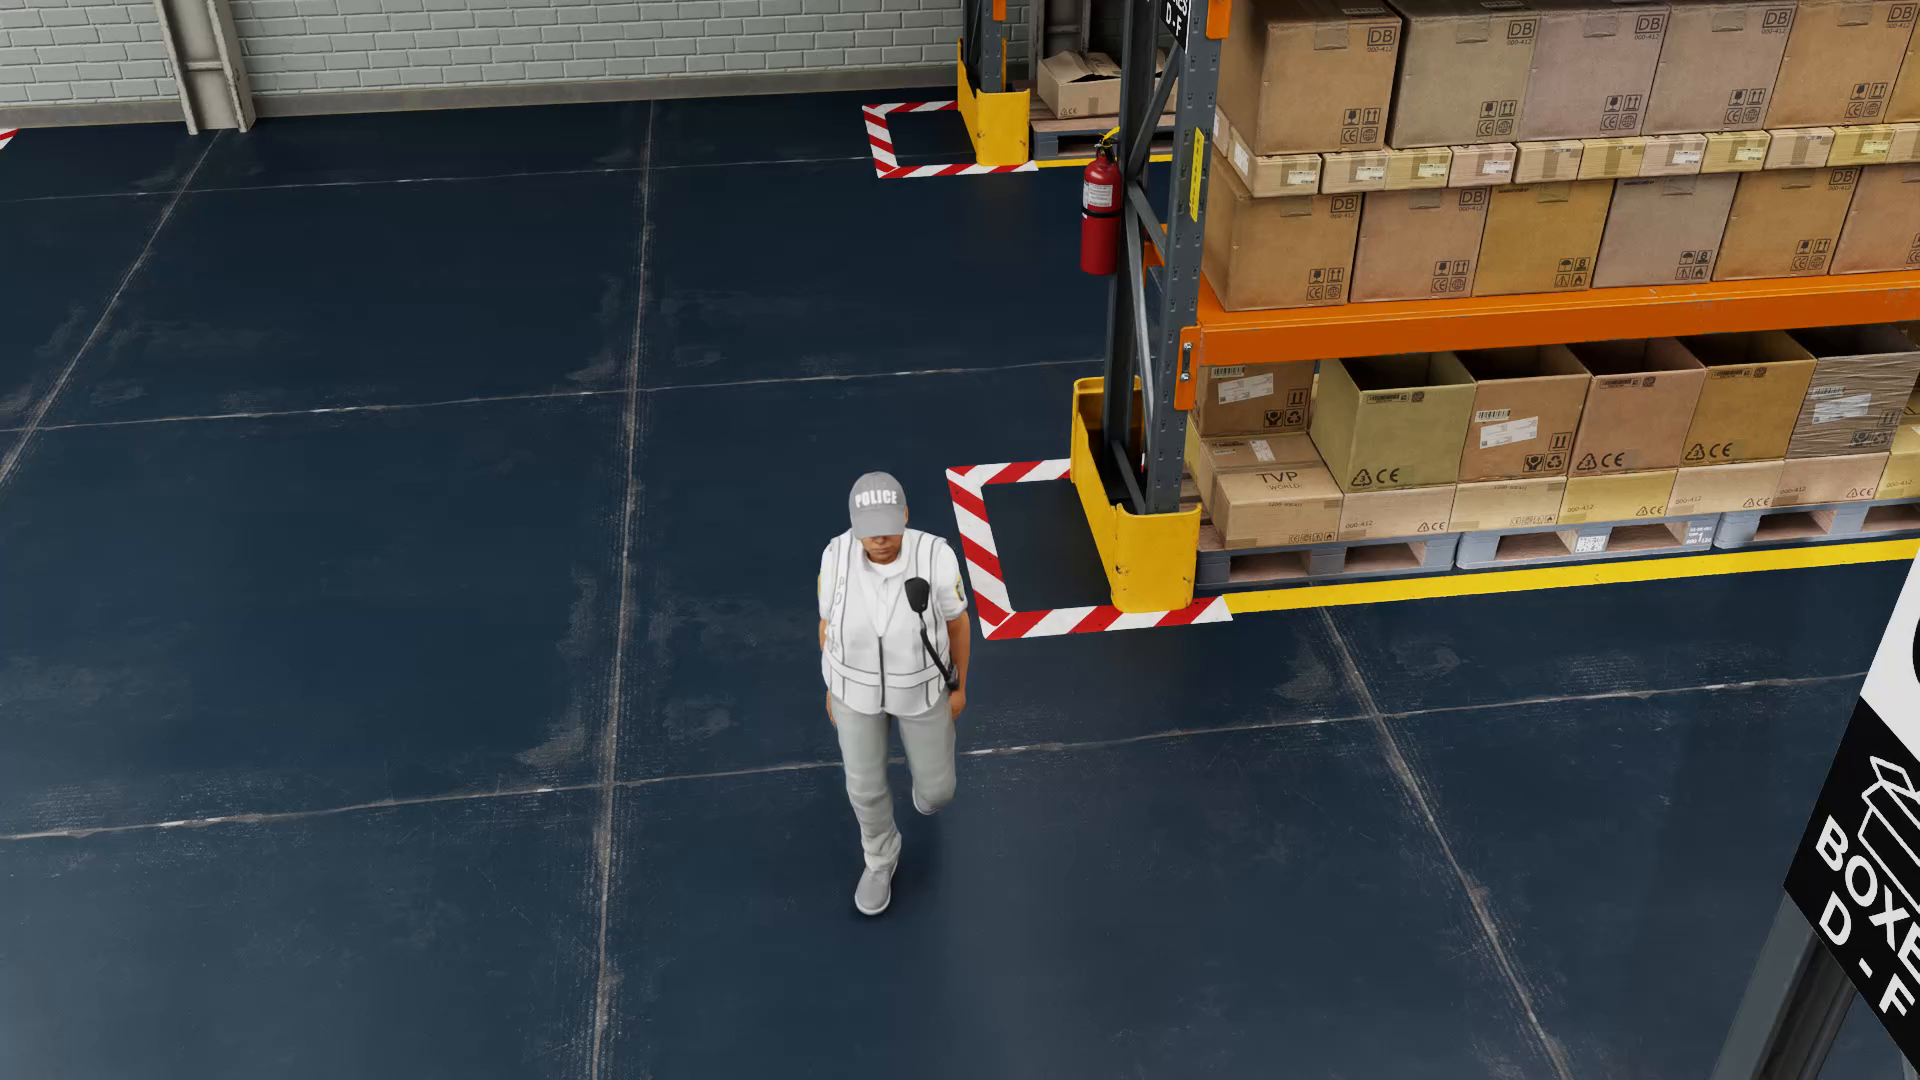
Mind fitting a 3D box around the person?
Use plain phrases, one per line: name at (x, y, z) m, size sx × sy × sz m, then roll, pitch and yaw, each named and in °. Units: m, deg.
person at (-0.208, 0.441, 5.481) m, size 0.487 × 1.644 × 0.646 m, roll 3°, pitch 35°, yaw 4°
